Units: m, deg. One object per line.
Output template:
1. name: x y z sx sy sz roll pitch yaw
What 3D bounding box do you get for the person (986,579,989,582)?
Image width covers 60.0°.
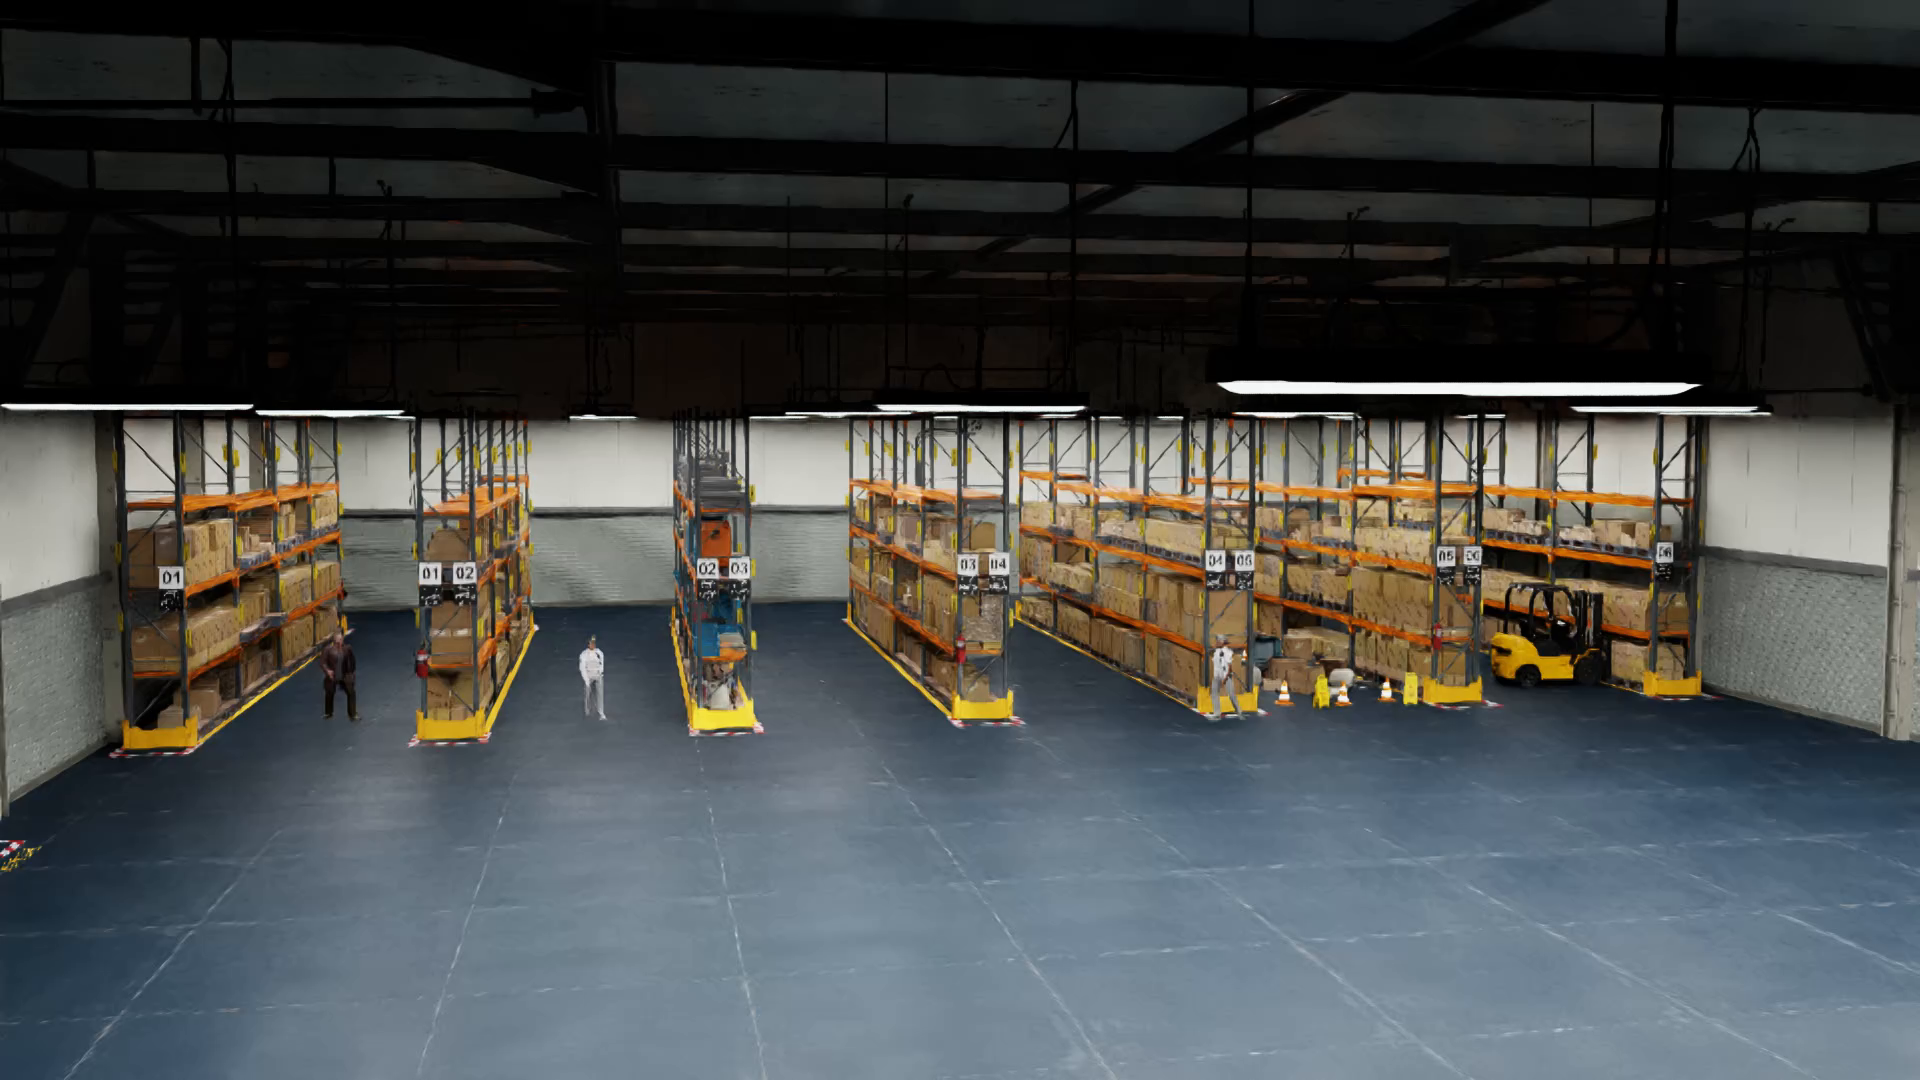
1. person: 0.888 1.218 51.172 0.513 1.750 0.725 3 5 32

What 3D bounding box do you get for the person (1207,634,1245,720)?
1. person: 5.130 2.628 31.889 0.626 1.656 0.606 -4 5 -41

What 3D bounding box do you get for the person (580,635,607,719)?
1. person: -7.080 2.627 31.987 0.483 1.609 0.995 -1 4 -20

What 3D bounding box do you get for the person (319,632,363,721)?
1. person: -11.878 2.595 31.776 0.724 1.713 0.900 -2 5 -28
